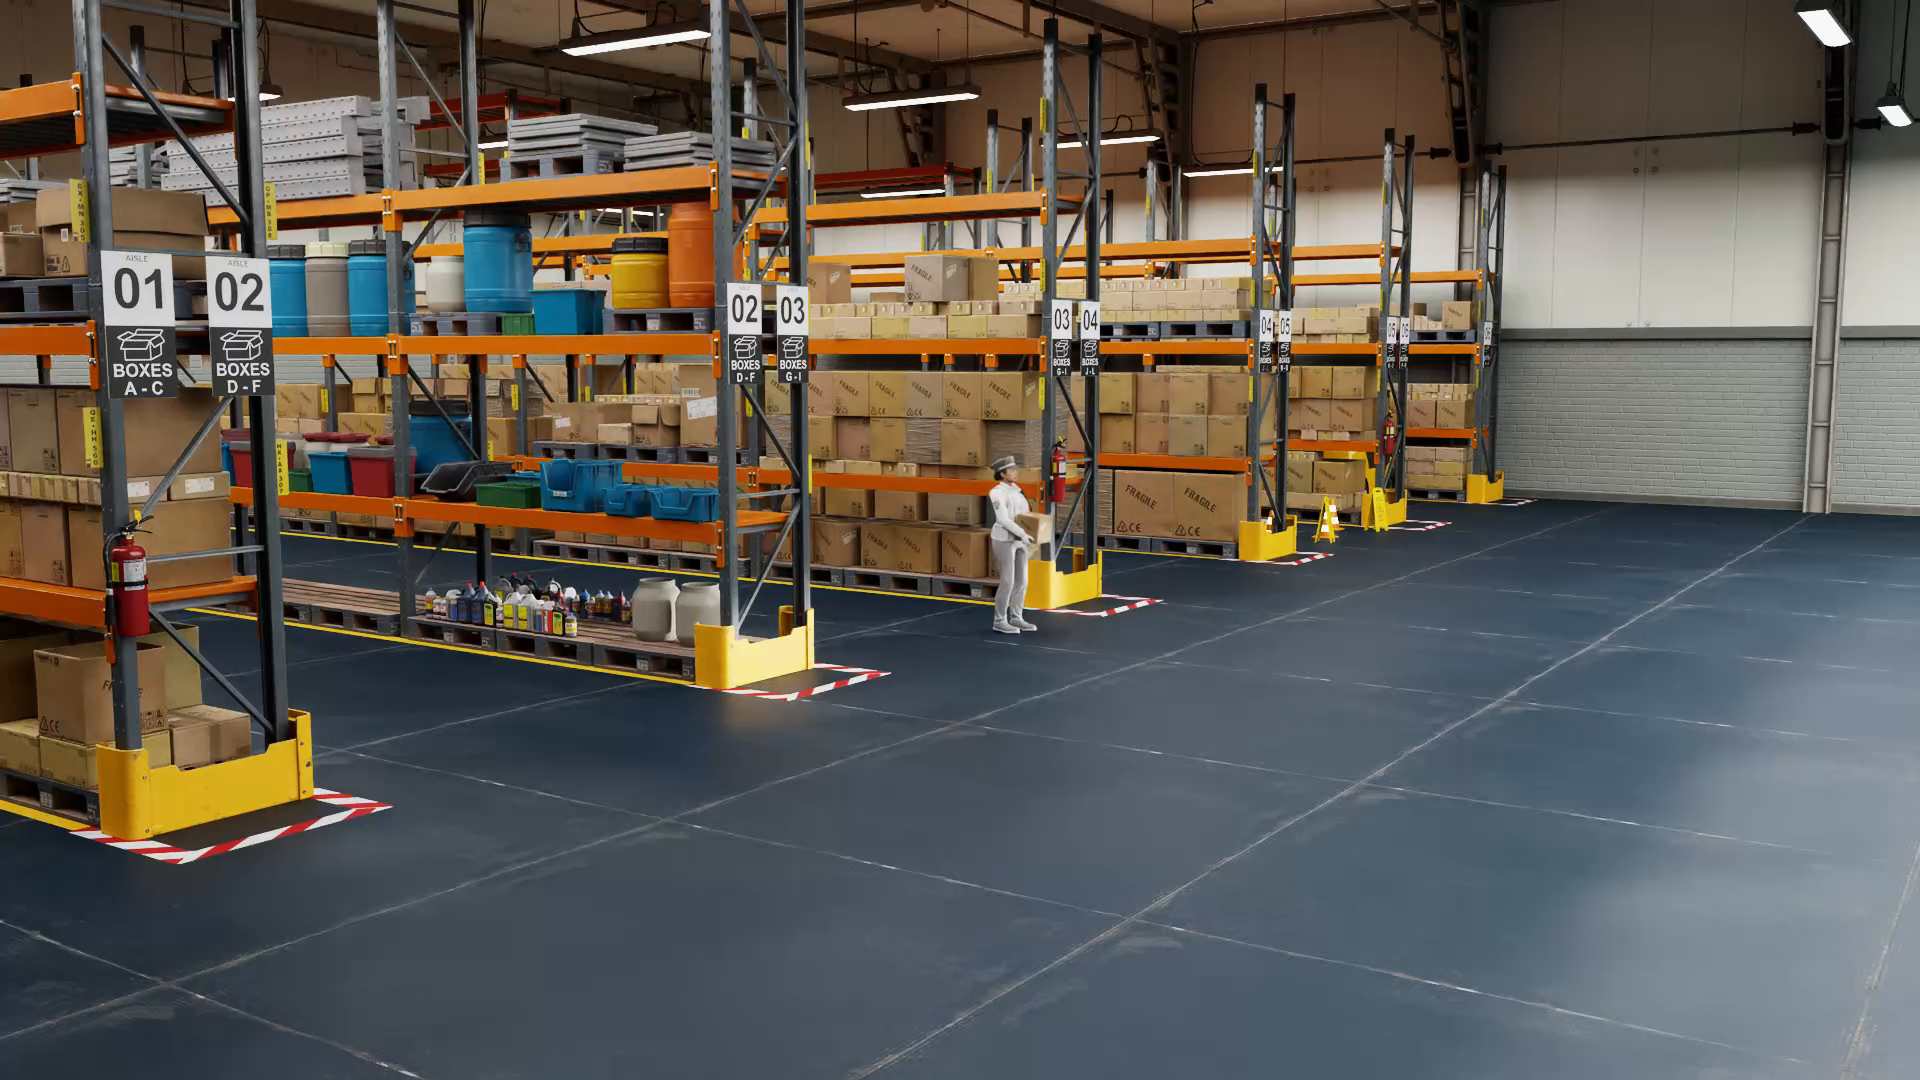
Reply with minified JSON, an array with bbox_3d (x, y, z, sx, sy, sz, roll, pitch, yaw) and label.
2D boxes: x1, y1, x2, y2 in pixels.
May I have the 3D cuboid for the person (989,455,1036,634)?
[{"bbox_3d":[0.536,0.036,15.875,0.564,1.686,0.460,4,8,34],"label":"person"}]
